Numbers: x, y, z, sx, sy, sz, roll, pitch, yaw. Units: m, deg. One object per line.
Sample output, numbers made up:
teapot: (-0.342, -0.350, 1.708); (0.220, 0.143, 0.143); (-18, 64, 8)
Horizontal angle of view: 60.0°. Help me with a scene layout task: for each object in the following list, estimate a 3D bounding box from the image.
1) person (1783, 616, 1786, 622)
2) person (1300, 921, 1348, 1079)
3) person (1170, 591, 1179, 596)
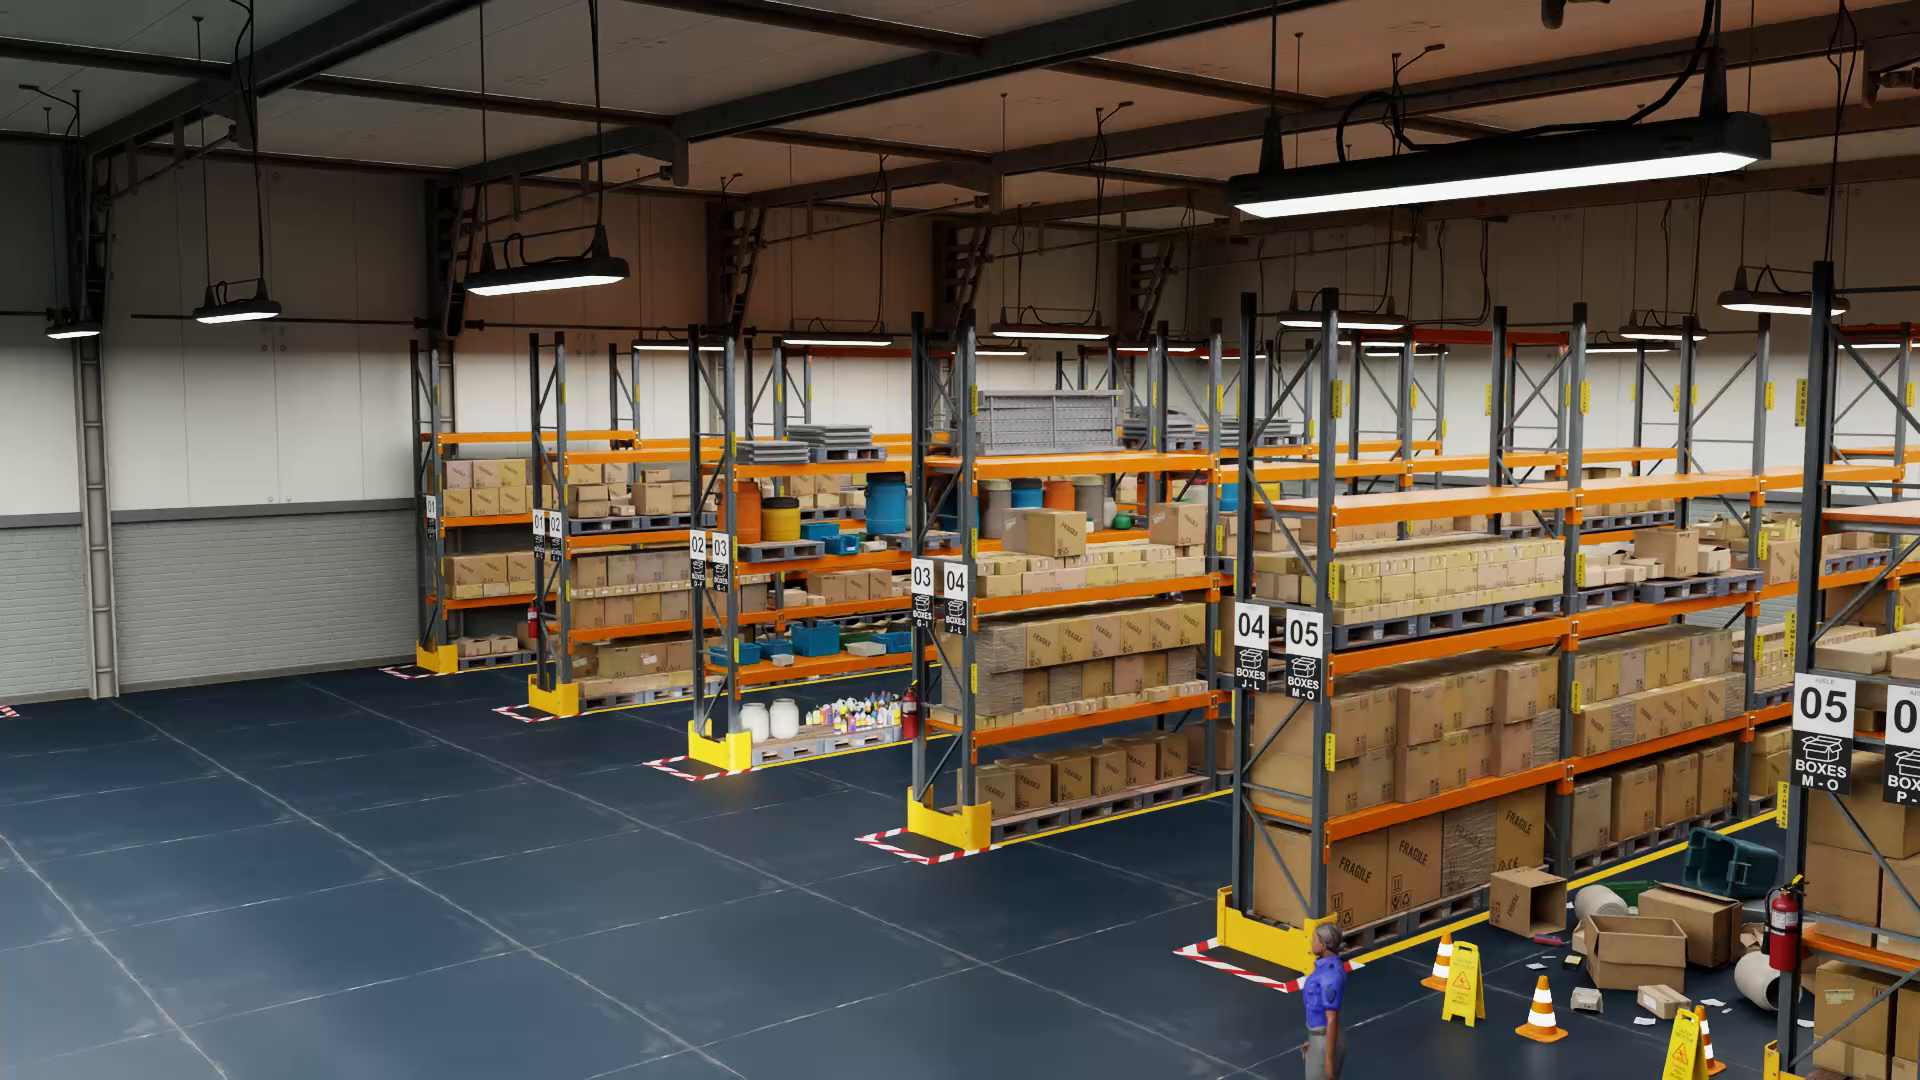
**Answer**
person: (12.733, 1.980, 25.432); (0.878, 1.807, 0.576); (-4, 7, -38)
person: (2.324, 3.337, 10.874); (0.407, 1.673, 0.574); (1, 5, 11)
person: (3.973, 1.508, 30.718); (0.372, 1.643, 0.547); (2, 6, 21)
